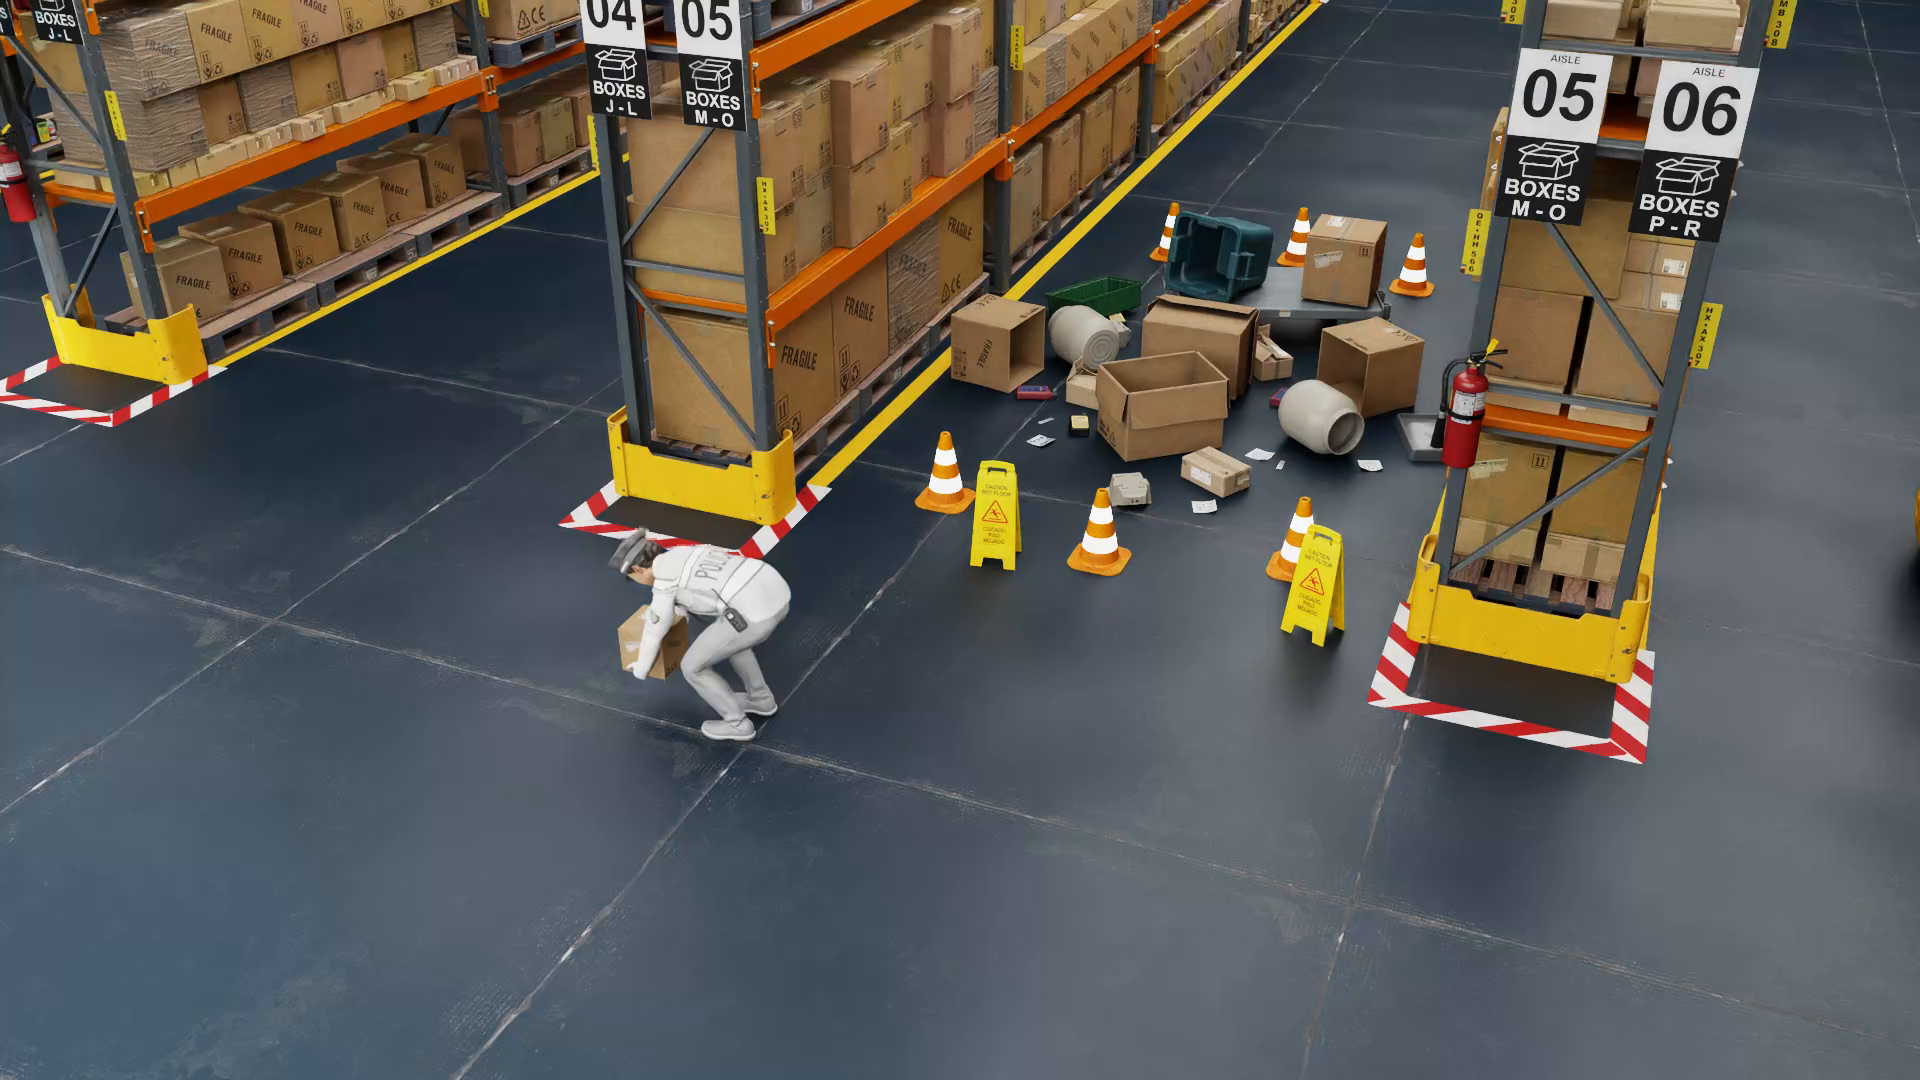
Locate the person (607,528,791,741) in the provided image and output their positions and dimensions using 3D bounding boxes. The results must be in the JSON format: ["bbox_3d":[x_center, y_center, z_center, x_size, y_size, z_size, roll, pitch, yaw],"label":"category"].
[{"bbox_3d":[-1.283,0.454,8.251,0.921,1.019,0.462,10,31,17],"label":"person"}]
